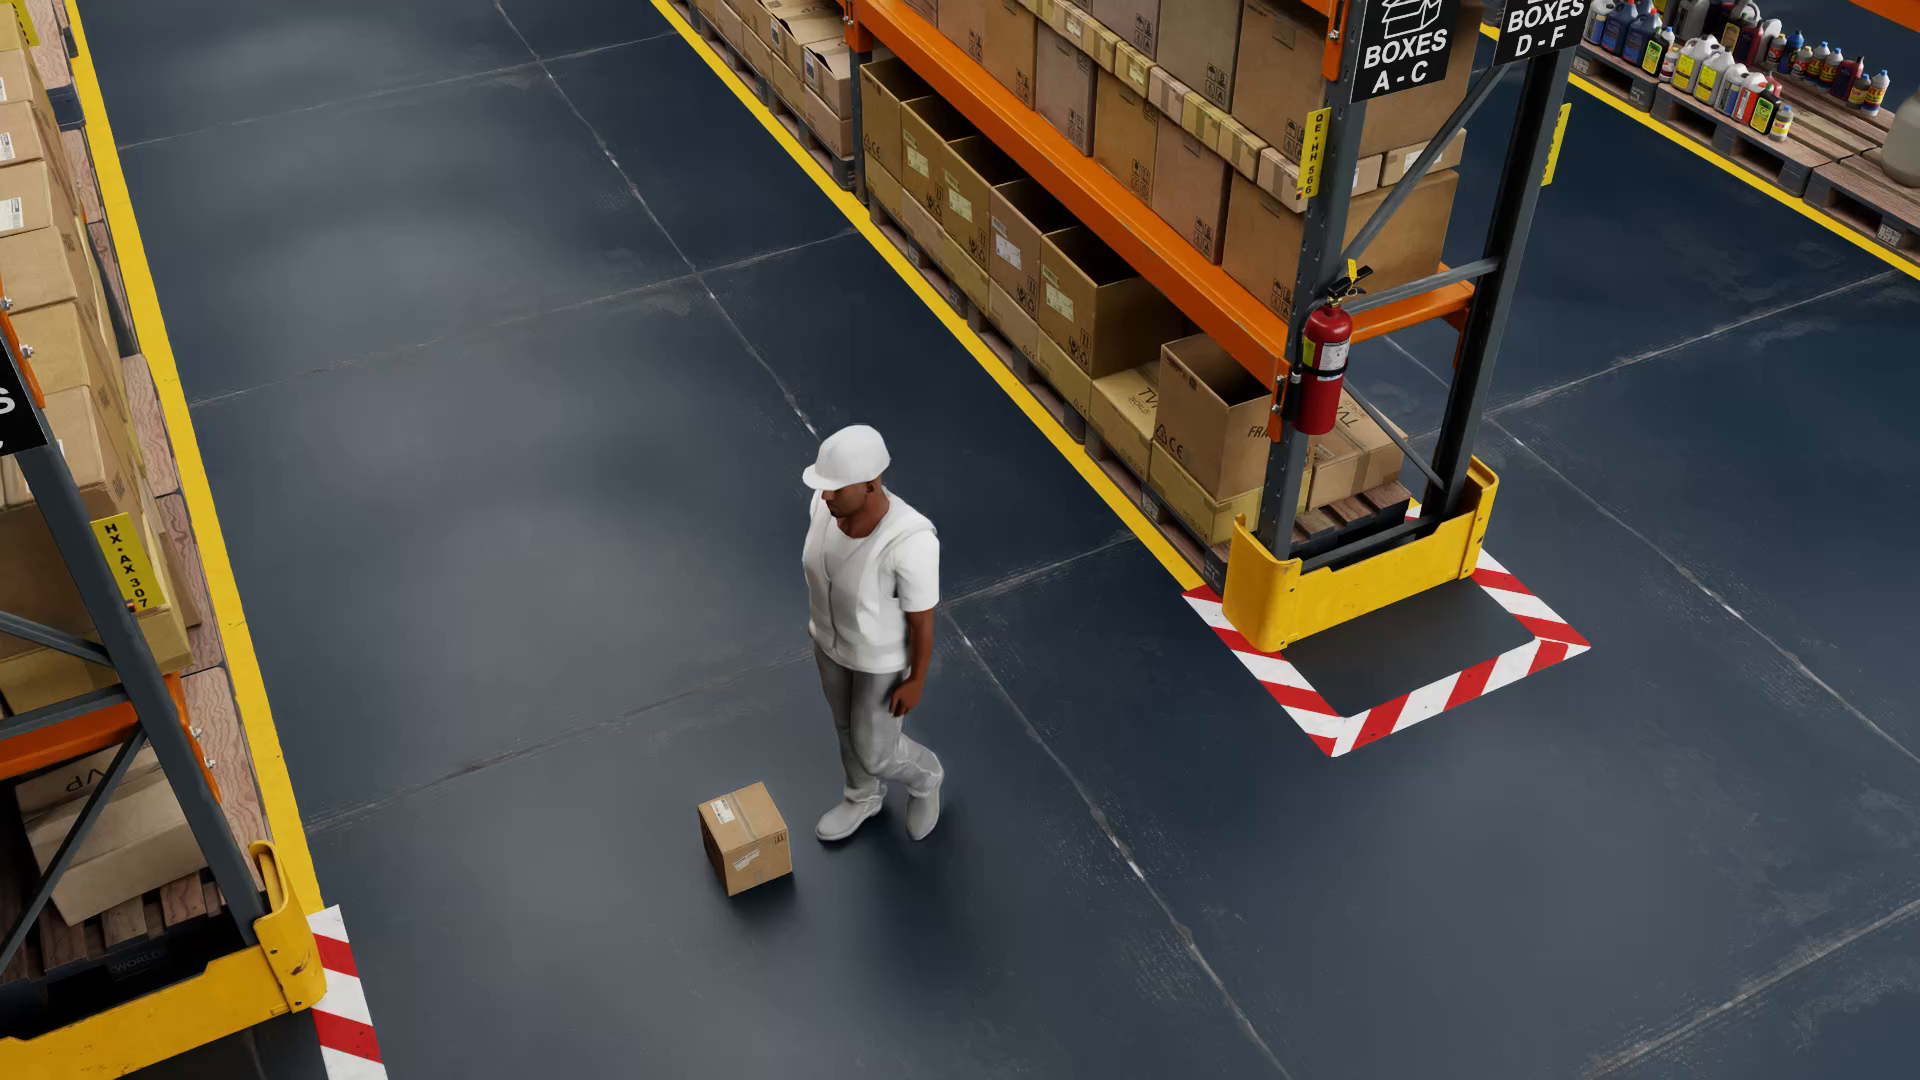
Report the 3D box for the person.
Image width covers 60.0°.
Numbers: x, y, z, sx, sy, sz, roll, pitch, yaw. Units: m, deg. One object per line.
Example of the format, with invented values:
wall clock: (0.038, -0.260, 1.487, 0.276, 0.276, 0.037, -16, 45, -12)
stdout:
person: (-0.334, 0.358, 5.719, 0.587, 1.776, 0.498, 31, 50, 31)
